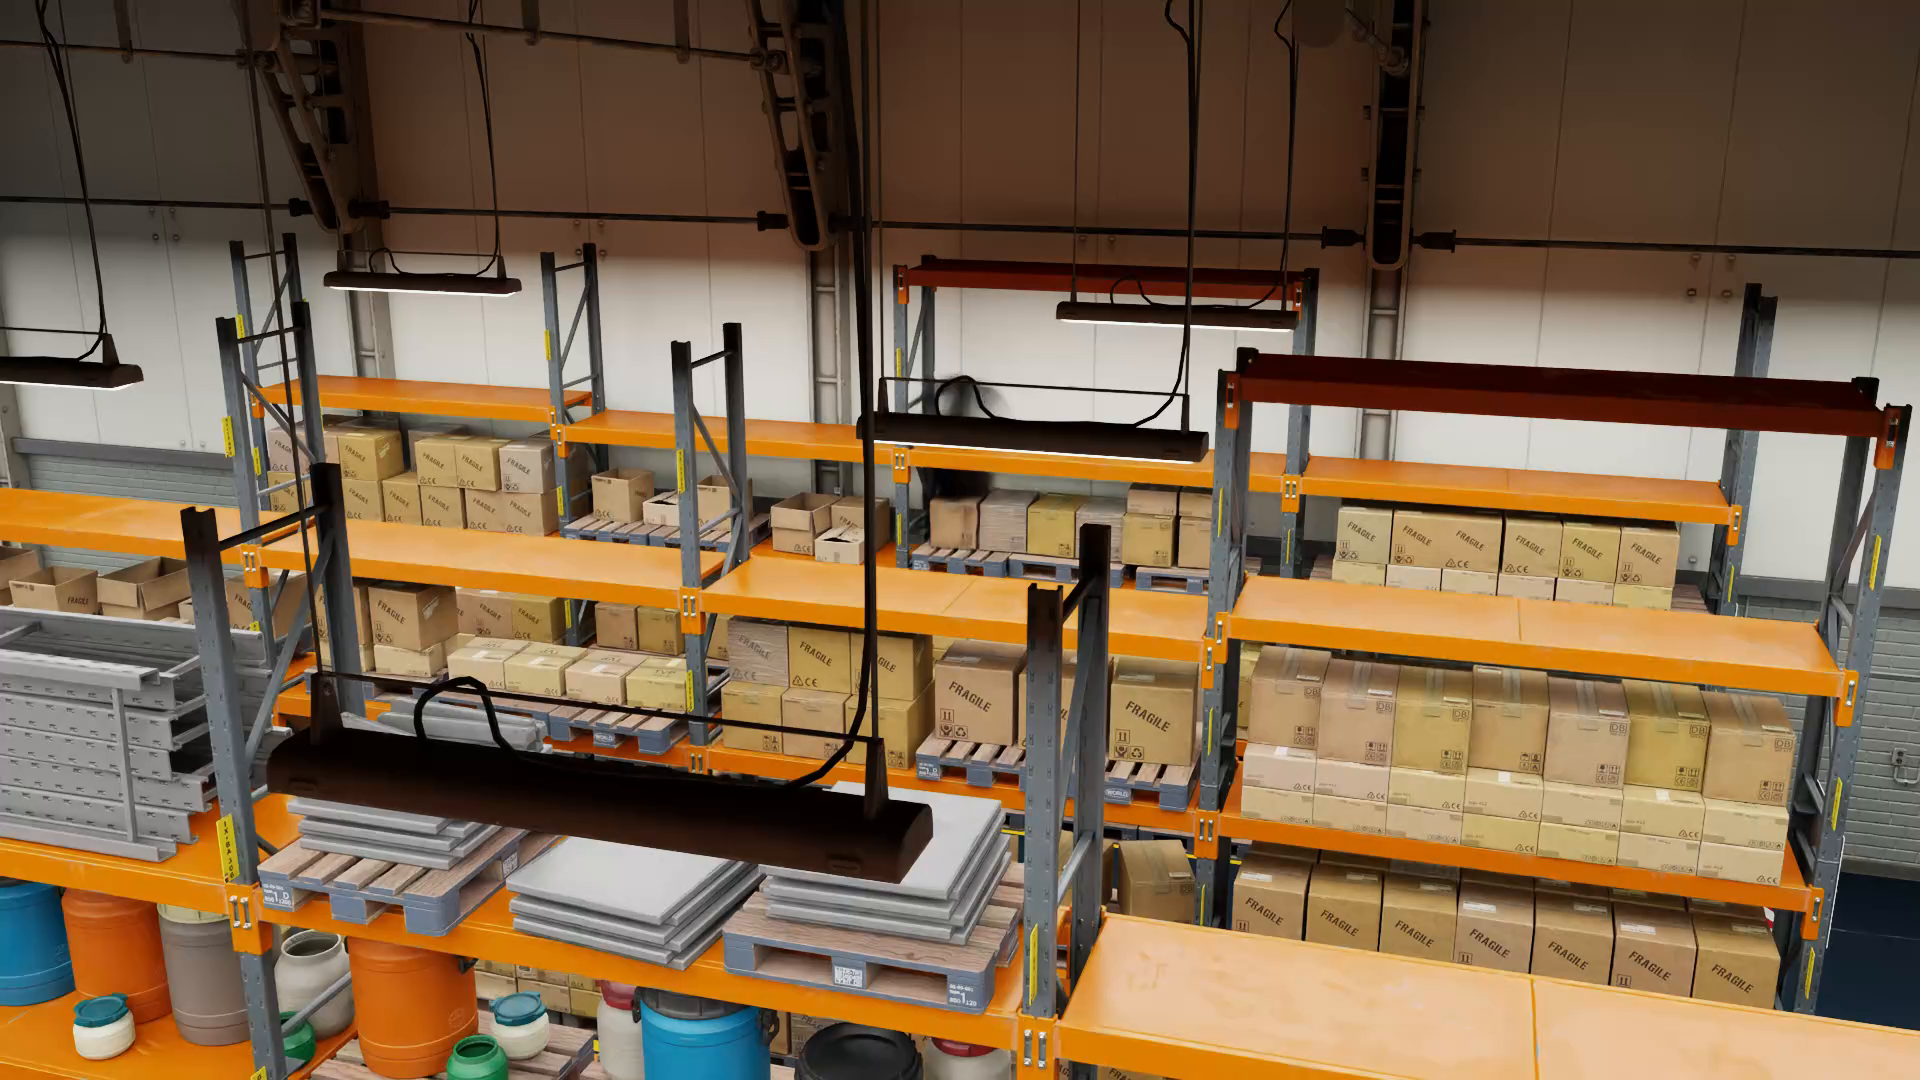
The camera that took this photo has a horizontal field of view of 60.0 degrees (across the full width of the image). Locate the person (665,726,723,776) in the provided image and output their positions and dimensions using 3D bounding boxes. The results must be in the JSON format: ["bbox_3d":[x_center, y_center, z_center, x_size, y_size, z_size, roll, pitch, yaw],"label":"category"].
[{"bbox_3d":[-2.749,2.472,17.540,0.927,1.439,0.590,6,17,20],"label":"person"}]
